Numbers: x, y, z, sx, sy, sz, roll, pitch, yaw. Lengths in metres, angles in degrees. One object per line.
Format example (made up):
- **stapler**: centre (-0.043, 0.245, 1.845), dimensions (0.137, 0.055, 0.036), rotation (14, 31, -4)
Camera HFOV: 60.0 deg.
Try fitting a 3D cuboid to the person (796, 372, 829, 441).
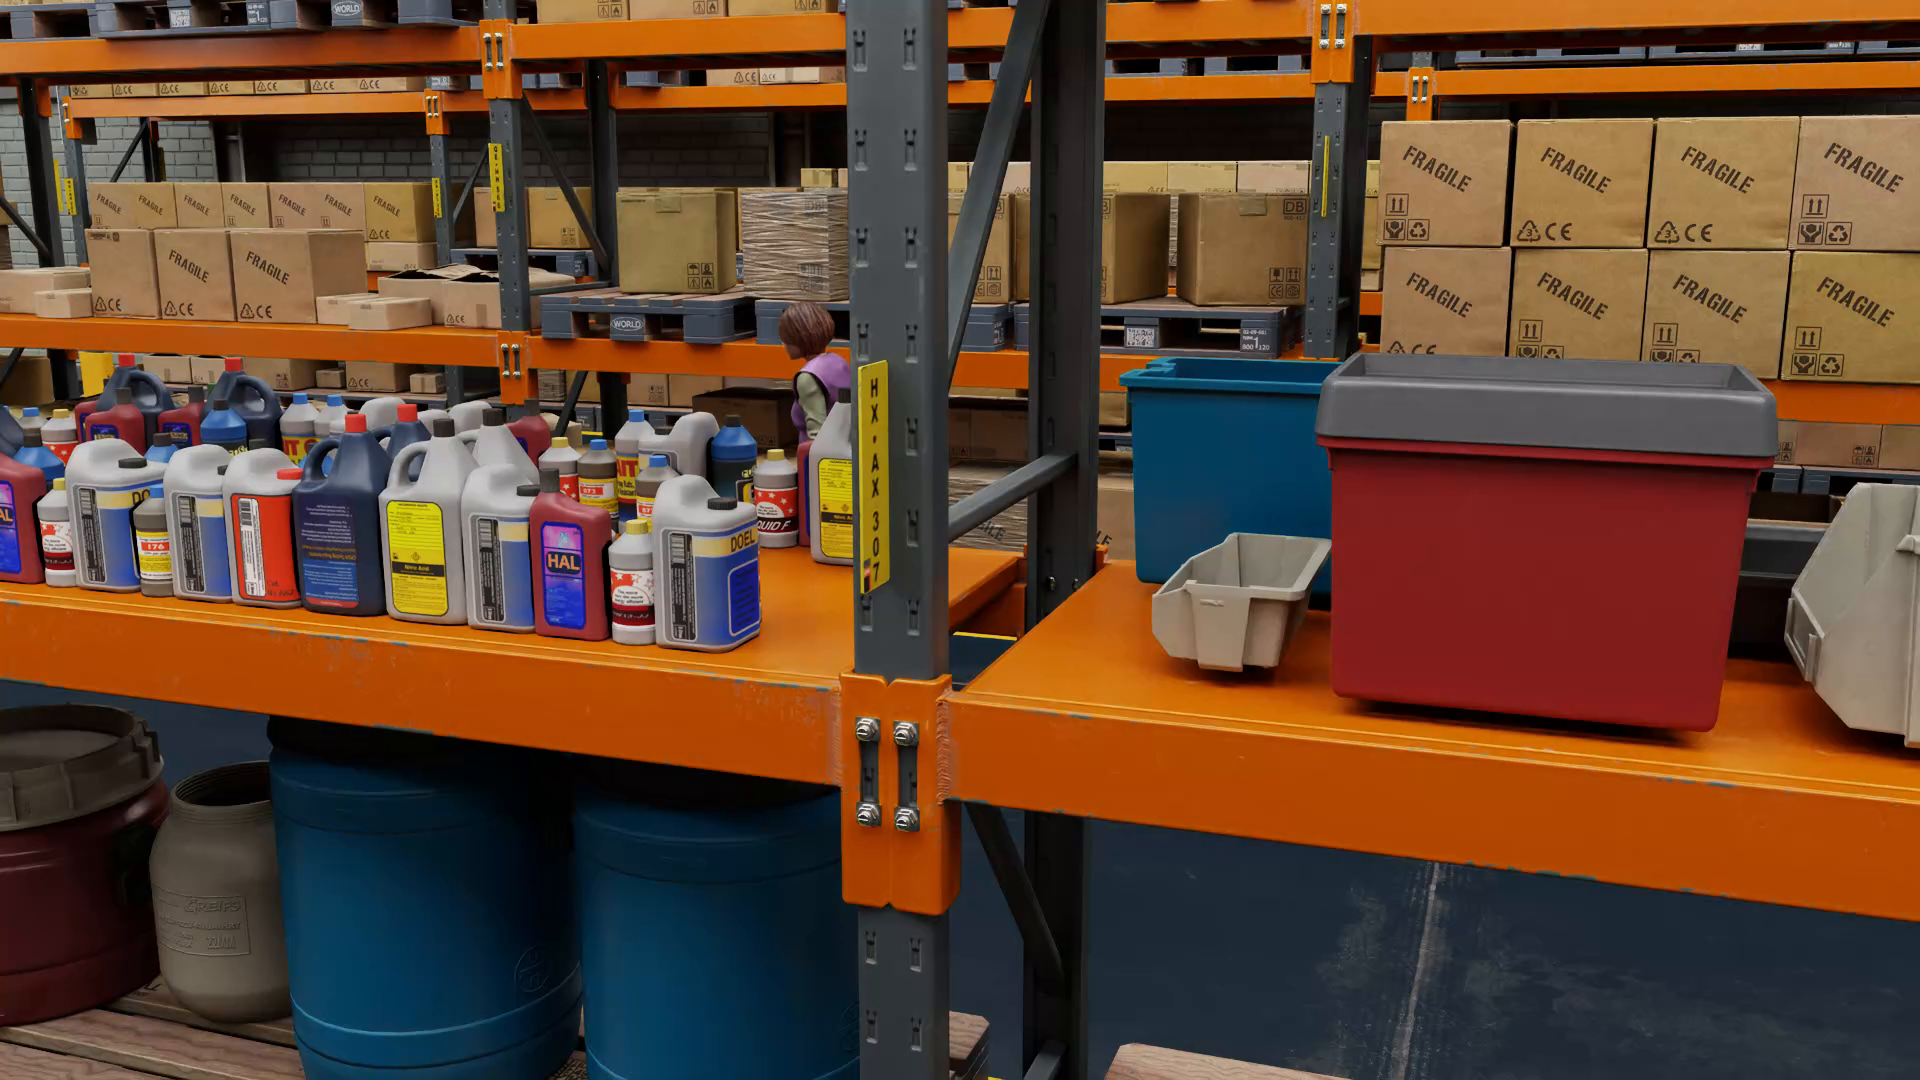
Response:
- **person**: centre (-0.556, -0.057, 6.828), dimensions (0.328, 1.351, 0.470), rotation (4, 13, 16)
